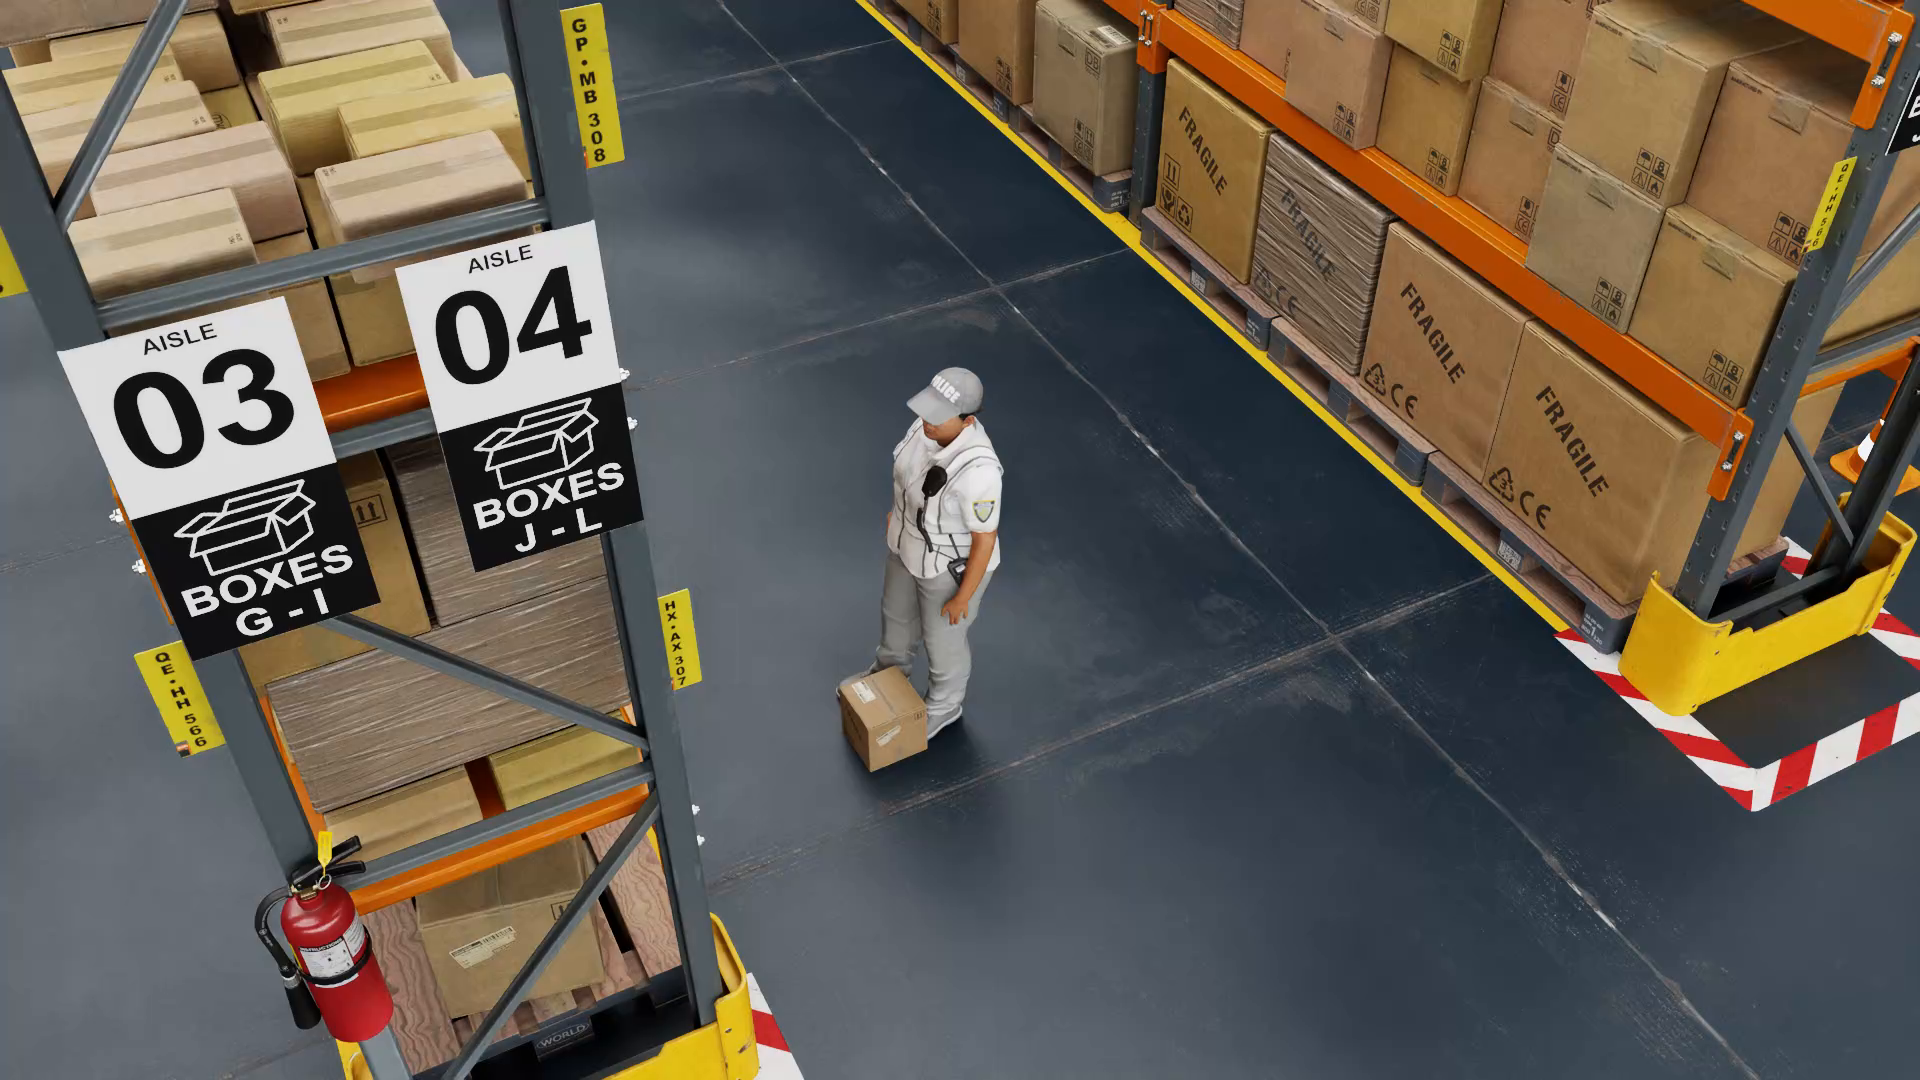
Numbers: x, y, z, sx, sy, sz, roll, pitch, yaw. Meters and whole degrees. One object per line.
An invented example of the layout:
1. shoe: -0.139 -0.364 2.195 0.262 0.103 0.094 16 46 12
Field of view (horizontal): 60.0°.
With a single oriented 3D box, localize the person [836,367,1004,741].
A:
1. person: -0.149 0.070 6.060 0.529 1.669 0.598 -19 45 -20
